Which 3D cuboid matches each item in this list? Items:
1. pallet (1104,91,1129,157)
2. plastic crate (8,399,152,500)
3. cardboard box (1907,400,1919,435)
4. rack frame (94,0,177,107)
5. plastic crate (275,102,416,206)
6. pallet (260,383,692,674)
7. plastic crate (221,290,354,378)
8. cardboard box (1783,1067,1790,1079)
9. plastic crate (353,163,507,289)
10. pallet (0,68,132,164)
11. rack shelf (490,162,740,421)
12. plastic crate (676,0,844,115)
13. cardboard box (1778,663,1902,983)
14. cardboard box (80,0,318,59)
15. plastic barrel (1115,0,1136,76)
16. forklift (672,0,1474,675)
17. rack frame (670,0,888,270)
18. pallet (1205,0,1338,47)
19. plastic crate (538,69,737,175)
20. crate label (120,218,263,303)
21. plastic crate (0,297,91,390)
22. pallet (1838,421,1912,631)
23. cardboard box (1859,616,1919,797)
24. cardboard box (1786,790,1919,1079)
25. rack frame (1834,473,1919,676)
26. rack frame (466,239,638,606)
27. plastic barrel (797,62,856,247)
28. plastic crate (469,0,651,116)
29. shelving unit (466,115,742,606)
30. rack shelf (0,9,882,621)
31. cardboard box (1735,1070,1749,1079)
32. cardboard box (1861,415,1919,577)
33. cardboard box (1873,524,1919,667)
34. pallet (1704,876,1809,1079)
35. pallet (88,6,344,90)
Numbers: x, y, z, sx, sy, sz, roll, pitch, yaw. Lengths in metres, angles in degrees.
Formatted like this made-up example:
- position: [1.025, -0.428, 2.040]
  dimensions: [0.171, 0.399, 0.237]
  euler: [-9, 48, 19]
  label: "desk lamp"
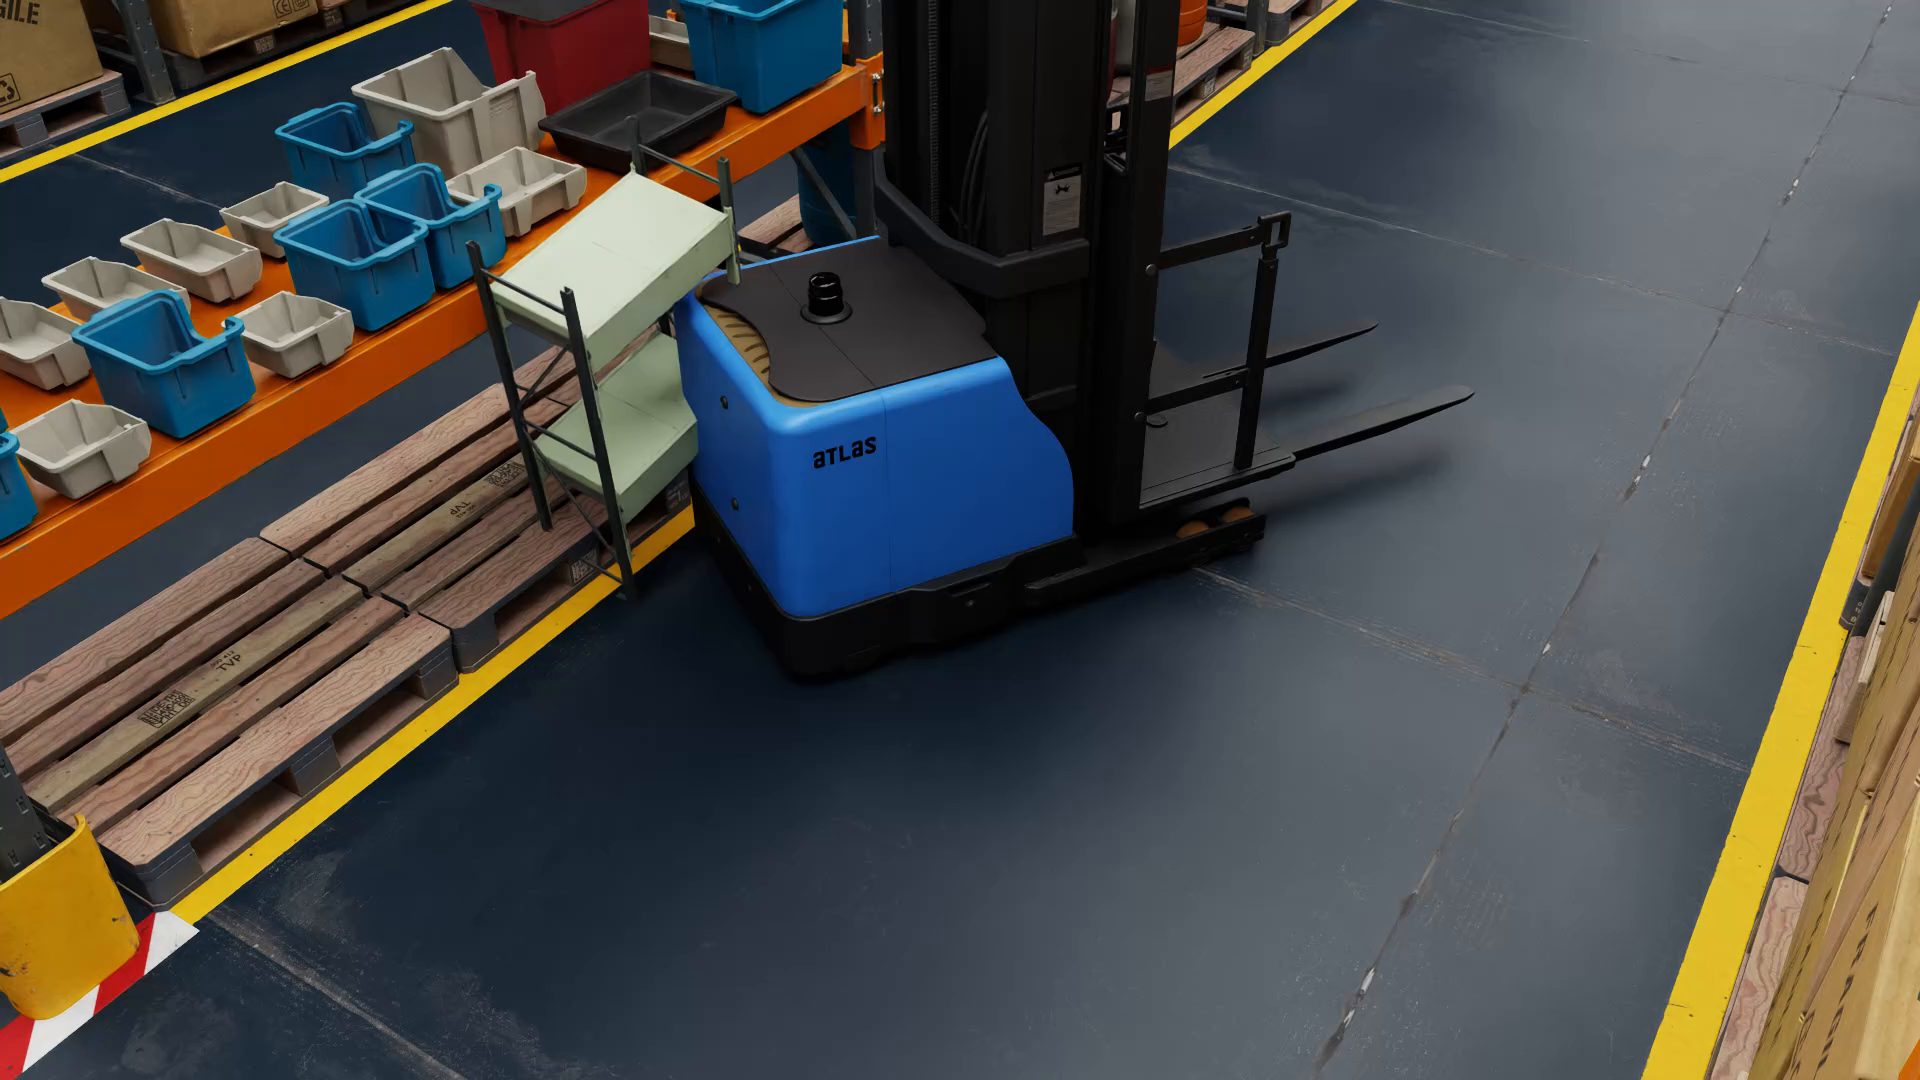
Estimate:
- position: [0.347, -2.129, 8.838]
  dimensions: [1.003, 0.211, 1.213]
  euler: [21, 42, 25]
  label: "pallet"
- position: [-2.245, -0.233, 4.262]
  dimensions: [0.250, 0.136, 0.298]
  euler: [21, 42, 25]
  label: "plastic crate"
- position: [3.990, -0.638, 6.308]
  dimensions: [0.500, 0.500, 0.500]
  euler: [22, 43, 26]
  label: "cardboard box"
- position: [-4.936, -3.838, 8.771]
  dimensions: [1.000, 3.000, 0.127]
  euler: [21, 42, 25]
  label: "rack frame"
- position: [-2.013, -1.255, 5.510]
  dimensions: [0.416, 0.233, 0.300]
  euler: [21, 42, 25]
  label: "plastic crate"
- position: [-1.768, -0.090, 6.194]
  dimensions: [1.003, 0.211, 1.213]
  euler: [21, 42, 25]
  label: "pallet"
- position: [-1.882, -0.582, 4.715]
  dimensions: [0.250, 0.136, 0.298]
  euler: [21, 42, 25]
  label: "plastic crate"
- position: [1.293, 1.107, 2.275]
  dimensions: [0.500, 0.500, 0.500]
  euler: [23, 43, 26]
  label: "cardboard box"
- position: [-1.621, -0.966, 5.134]
  dimensions: [0.416, 0.233, 0.300]
  euler: [21, 42, 25]
  label: "plastic crate"
- position: [-5.410, -2.367, 9.147]
  dimensions: [1.003, 0.211, 1.213]
  euler: [21, 42, 25]
  label: "pallet"
- position: [-1.103, -0.808, 5.347]
  dimensions: [0.431, 0.370, 0.720]
  euler: [27, 55, 19]
  label: "rack shelf"
- position: [-0.716, -1.883, 6.199]
  dimensions: [0.392, 0.384, 0.575]
  euler: [21, 42, 25]
  label: "plastic crate"
- position: [1.840, 0.583, 2.955]
  dimensions: [0.500, 0.500, 0.500]
  euler: [22, 43, 25]
  label: "cardboard box"
- position: [-4.610, -3.499, 9.728]
  dimensions: [1.225, 0.875, 0.875]
  euler: [21, 42, 25]
  label: "cardboard box"
- position: [0.914, -2.882, 9.226]
  dimensions: [0.421, 0.512, 0.421]
  euler: [0, 38, 0]
  label: "plastic barrel"
- position: [0.560, -1.335, 5.581]
  dimensions: [3.031, 2.935, 1.130]
  euler: [-17, 41, -21]
  label: "forklift"
- position: [-0.754, -2.217, 6.670]
  dimensions: [1.000, 3.000, 0.127]
  euler: [21, 42, 25]
  label: "rack frame"
- position: [1.837, -3.562, 10.698]
  dimensions: [1.003, 0.211, 1.213]
  euler: [21, 42, 25]
  label: "pallet"
- position: [-1.127, -1.467, 5.873]
  dimensions: [0.437, 0.125, 0.590]
  euler: [21, 42, 25]
  label: "plastic crate"
- position: [-2.317, -0.851, 5.063]
  dimensions: [0.396, 0.136, 0.243]
  euler: [21, 42, 25]
  label: "crate label"
- position: [-2.613, -0.554, 4.679]
  dimensions: [0.396, 0.136, 0.243]
  euler: [21, 42, 25]
  label: "plastic crate"
- position: [3.830, 0.077, 5.977]
  dimensions: [1.003, 0.211, 1.213]
  euler: [21, 42, 25]
  label: "pallet"
- position: [1.833, 0.182, 2.656]
  dimensions: [0.500, 0.500, 0.500]
  euler: [22, 43, 26]
  label: "cardboard box"
- position: [1.290, 0.712, 1.969]
  dimensions: [0.500, 0.500, 0.500]
  euler: [21, 42, 25]
  label: "cardboard box"
- position: [3.426, -0.595, 4.565]
  dimensions: [1.000, 3.000, 0.127]
  euler: [21, 42, 25]
  label: "rack frame"
- position: [-1.309, -0.325, 5.449]
  dimensions: [0.400, 1.500, 0.023]
  euler: [27, 55, 19]
  label: "rack frame"
- position: [-0.448, -1.828, 7.539]
  dimensions: [0.600, 0.901, 0.708]
  euler: [21, 42, 25]
  label: "plastic barrel"
- position: [-1.444, -1.888, 6.141]
  dimensions: [0.402, 0.464, 0.583]
  euler: [21, 42, 25]
  label: "plastic crate"
- position: [-1.112, -0.560, 5.648]
  dimensions: [0.431, 1.500, 0.755]
  euler: [27, 55, 19]
  label: "shelving unit"
- position: [-1.826, -0.902, 5.552]
  dimensions: [1.077, 0.370, 4.000]
  euler: [21, 42, 25]
  label: "rack shelf"
- position: [1.901, 1.541, 3.686]
  dimensions: [0.500, 0.250, 0.500]
  euler: [21, 42, 25]
  label: "cardboard box"
- position: [3.449, -0.128, 5.646]
  dimensions: [0.500, 0.500, 0.500]
  euler: [21, 42, 25]
  label: "cardboard box"
- position: [2.382, 0.061, 3.632]
  dimensions: [0.500, 0.500, 0.500]
  euler: [21, 42, 25]
  label: "cardboard box"
- position: [2.405, 1.494, 4.139]
  dimensions: [1.003, 0.211, 1.213]
  euler: [21, 42, 25]
  label: "pallet"
- position: [-4.587, -3.156, 10.171]
  dimensions: [1.003, 0.211, 1.213]
  euler: [21, 42, 25]
  label: "pallet"
